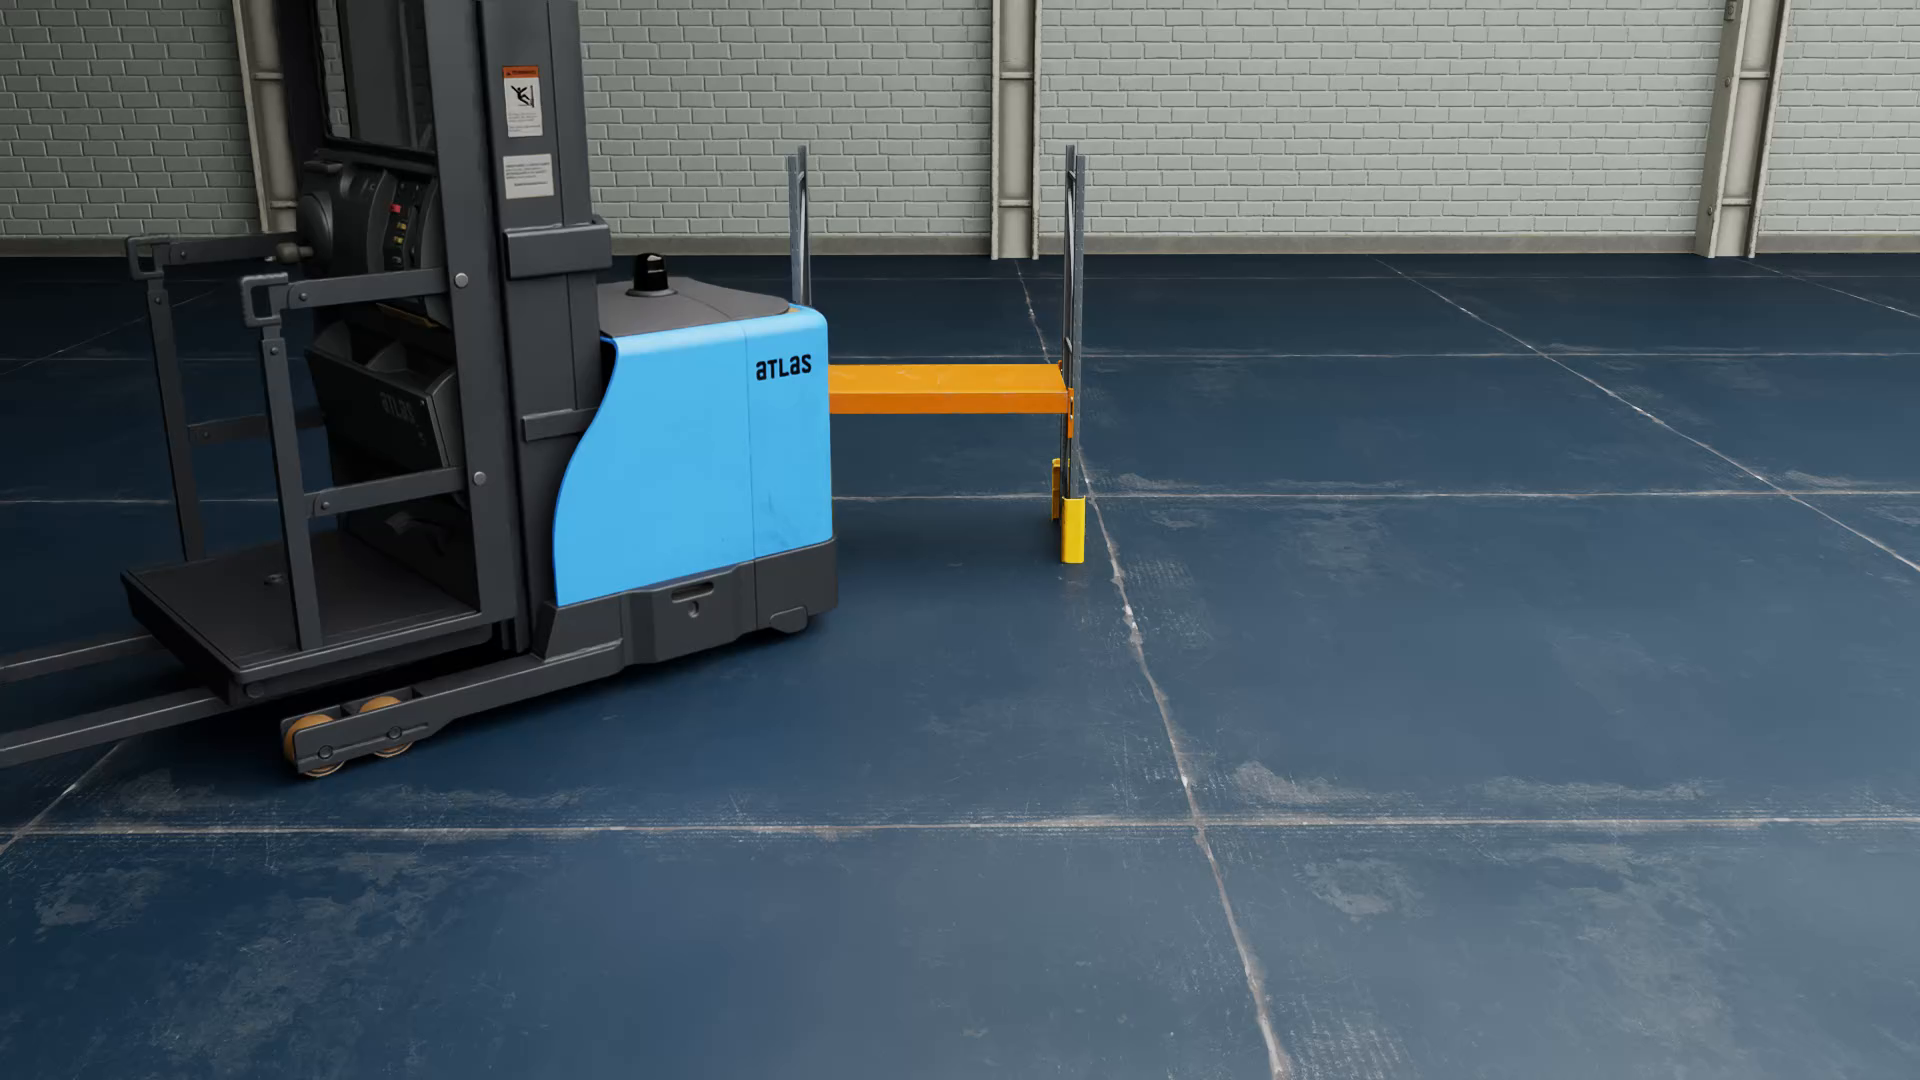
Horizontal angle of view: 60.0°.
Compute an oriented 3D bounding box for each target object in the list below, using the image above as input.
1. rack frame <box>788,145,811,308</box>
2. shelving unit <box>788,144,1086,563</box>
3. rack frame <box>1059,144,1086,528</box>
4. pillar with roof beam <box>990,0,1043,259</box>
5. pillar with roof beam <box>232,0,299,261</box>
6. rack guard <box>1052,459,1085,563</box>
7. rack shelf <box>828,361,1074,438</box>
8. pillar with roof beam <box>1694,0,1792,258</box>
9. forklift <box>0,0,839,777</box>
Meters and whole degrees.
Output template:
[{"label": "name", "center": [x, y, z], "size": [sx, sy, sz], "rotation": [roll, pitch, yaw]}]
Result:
[{"label": "rack frame", "center": [-0.594, -0.711, 6.310], "size": [0.032, 1.500, 0.500], "rotation": [0, 18, -1]}, {"label": "shelving unit", "center": [-0.076, -0.714, 6.317], "size": [1.083, 1.500, 0.587], "rotation": [0, 18, -1]}, {"label": "rack frame", "center": [0.423, -0.716, 6.325], "size": [0.032, 1.500, 0.500], "rotation": [0, 18, -1]}, {"label": "pillar with roof beam", "center": [0.522, -5.351, 8.495], "size": [0.400, 9.000, 9.100], "rotation": [0, 18, -1]}, {"label": "pillar with roof beam", "center": [-5.477, -5.322, 8.405], "size": [0.400, 9.000, 9.100], "rotation": [0, 18, -1]}, {"label": "rack guard", "center": [0.422, -0.121, 6.516], "size": [0.087, 0.250, 0.587], "rotation": [0, 18, -1]}, {"label": "rack shelf", "center": [-0.085, -0.542, 6.372], "size": [1.000, 0.185, 0.538], "rotation": [0, 18, -1]}, {"label": "pillar with roof beam", "center": [6.521, -5.380, 8.585], "size": [0.400, 9.000, 9.100], "rotation": [0, 18, -1]}, {"label": "forklift", "center": [-1.863, -0.931, 4.650], "size": [3.031, 2.935, 1.130], "rotation": [-15, 23, -38]}]
